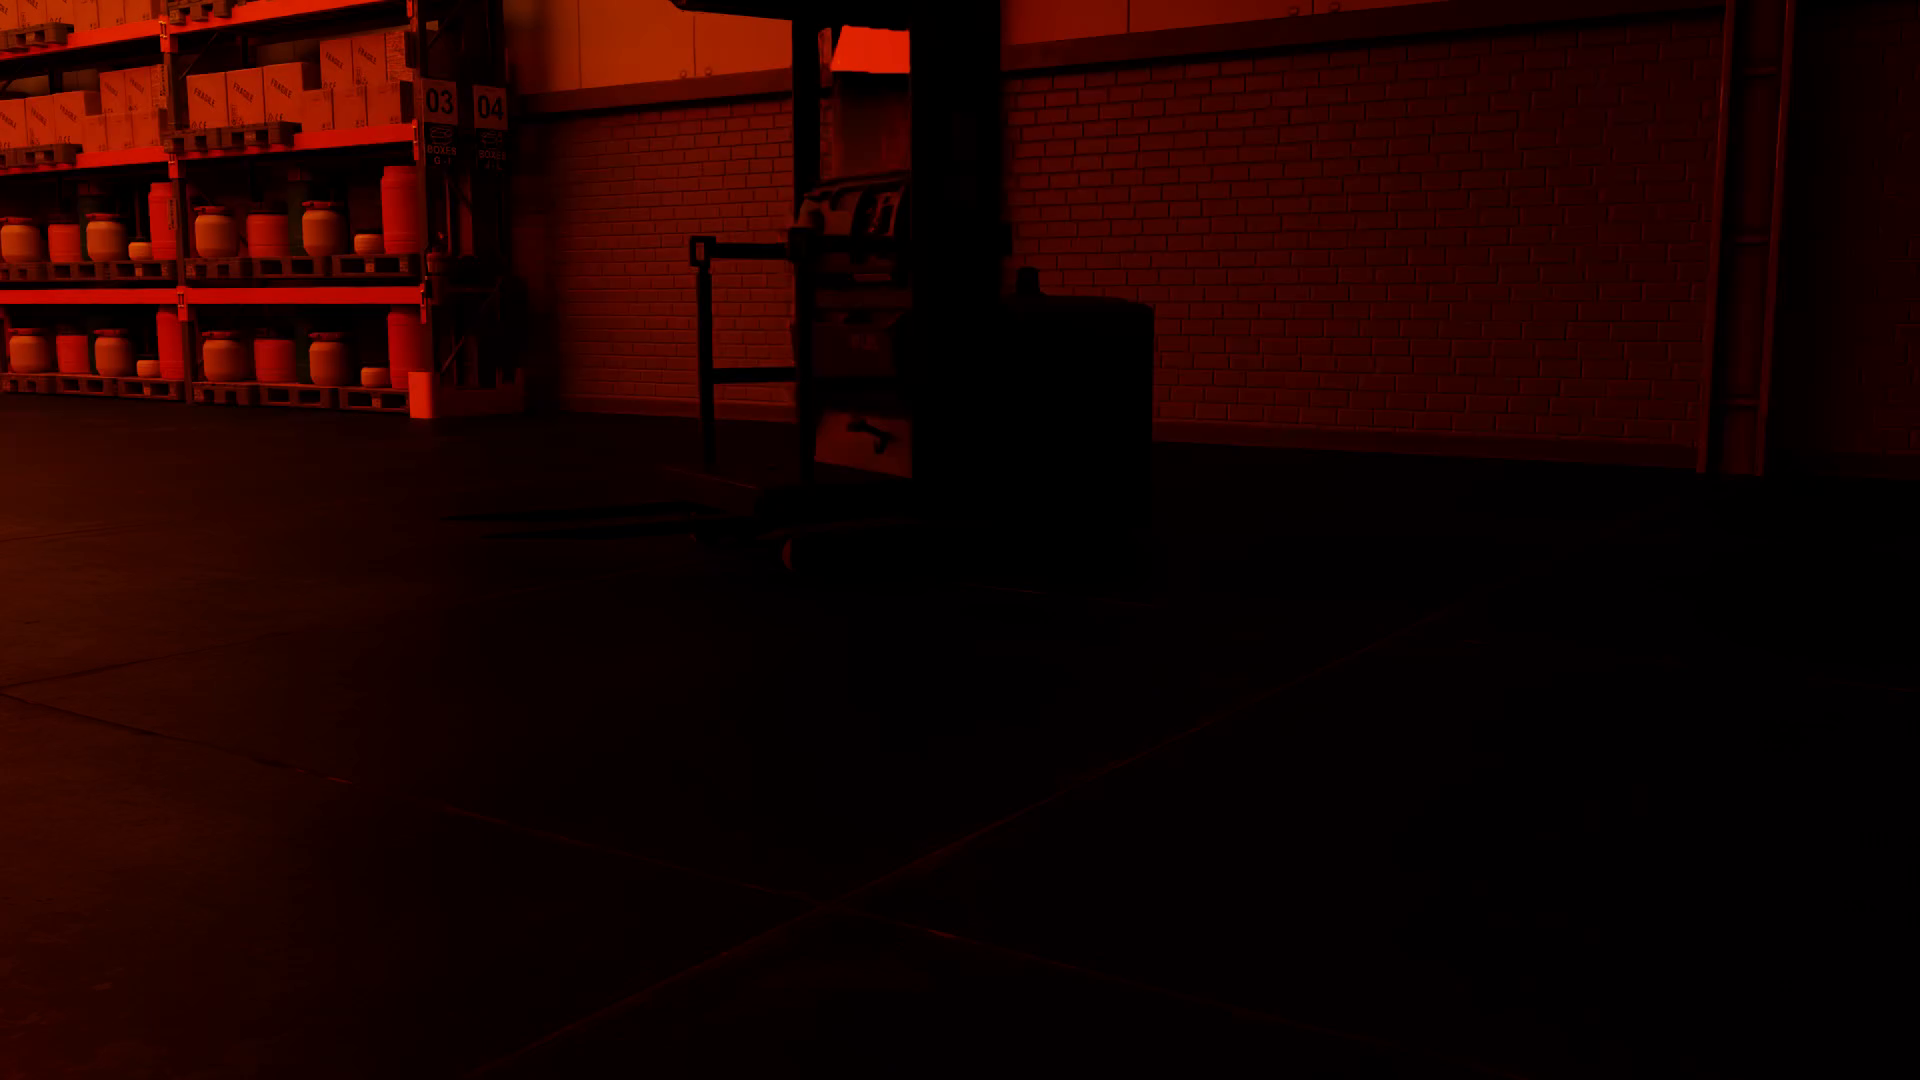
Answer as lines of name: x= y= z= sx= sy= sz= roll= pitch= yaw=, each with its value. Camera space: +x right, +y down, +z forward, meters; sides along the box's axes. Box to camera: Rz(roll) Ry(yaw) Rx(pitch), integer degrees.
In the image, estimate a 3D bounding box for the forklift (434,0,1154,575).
forklift: x=-0.645 y=-1.395 z=7.000 sx=3.031 sy=2.935 sz=1.130 roll=-5 pitch=9 yaw=-31
